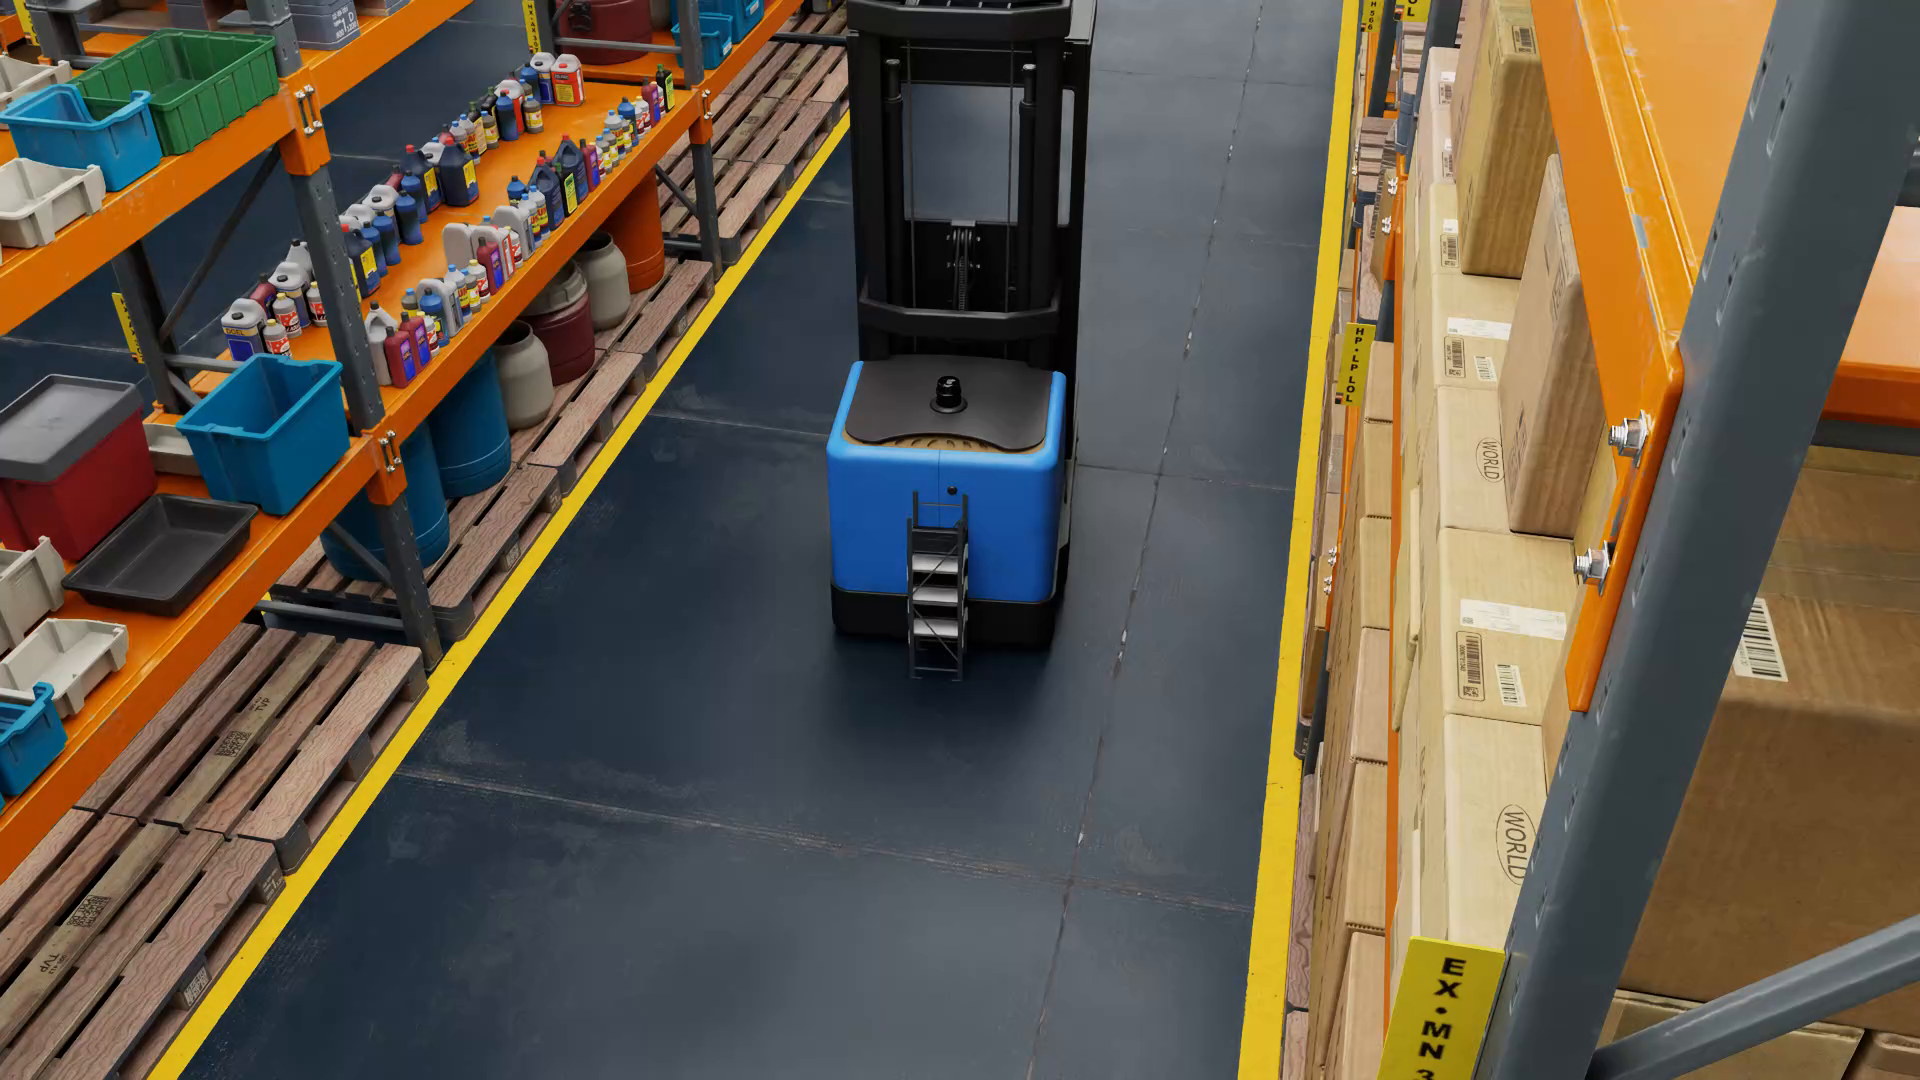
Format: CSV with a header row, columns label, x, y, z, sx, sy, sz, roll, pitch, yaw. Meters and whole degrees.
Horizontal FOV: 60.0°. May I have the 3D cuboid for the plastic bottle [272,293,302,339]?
label,x,y,z,sx,sy,sz,roll,pitch,yaw
plastic bottle,-3.058,-1.023,7.544,0.097,0.201,0.097,0,36,0

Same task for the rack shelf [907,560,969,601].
label,x,y,z,sx,sy,sz,roll,pitch,yaw
rack shelf,-0.098,0.171,7.420,0.258,0.077,0.200,4,36,5

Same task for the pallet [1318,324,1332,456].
label,x,y,z,sx,sy,sz,roll,pitch,yaw
pallet,2.583,-0.816,9.466,1.003,0.211,1.213,7,37,10

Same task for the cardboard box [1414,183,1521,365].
label,x,y,z,sx,sy,sz,roll,pitch,yaw
cardboard box,1.356,-0.611,3.953,0.500,0.250,0.500,7,37,10

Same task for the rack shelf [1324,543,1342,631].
label,x,y,z,sx,sy,sz,roll,pitch,yaw
rack shelf,1.498,1.363,4.696,1.077,0.370,4.000,7,37,10

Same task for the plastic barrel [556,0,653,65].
label,x,y,z,sx,sy,sz,roll,pitch,yaw
plastic barrel,-2.255,-3.350,10.470,0.600,0.536,0.708,7,37,10

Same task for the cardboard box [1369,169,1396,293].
label,x,y,z,sx,sy,sz,roll,pitch,yaw
cardboard box,2.243,-1.306,7.323,0.700,0.500,0.500,-1,36,-2

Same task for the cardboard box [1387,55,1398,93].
label,x,y,z,sx,sy,sz,roll,pitch,yaw
cardboard box,2.702,-2.817,10.064,0.380,0.149,0.250,7,37,10

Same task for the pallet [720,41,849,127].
label,x,y,z,sx,sy,sz,roll,pitch,yaw
pallet,-1.334,-3.700,13.445,1.003,0.211,1.213,7,37,10

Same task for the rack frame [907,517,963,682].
label,x,y,z,sx,sy,sz,roll,pitch,yaw
rack frame,-0.109,0.276,7.372,0.240,0.900,0.006,4,36,5

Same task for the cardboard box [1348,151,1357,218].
label,x,y,z,sx,sy,sz,roll,pitch,yaw
cardboard box,2.756,-2.282,10.620,0.500,0.311,0.500,7,36,9

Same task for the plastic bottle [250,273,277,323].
label,x,y,z,sx,sy,sz,roll,pitch,yaw
plastic bottle,-3.140,-1.055,7.520,0.061,0.283,0.133,7,37,10

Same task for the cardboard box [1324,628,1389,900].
label,x,y,z,sx,sy,sz,roll,pitch,yaw
cardboard box,1.221,0.601,4.197,0.500,0.500,0.500,8,37,11

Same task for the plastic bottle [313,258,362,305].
label,x,y,z,sx,sy,sz,roll,pitch,yaw
plastic bottle,-2.895,-1.228,7.700,0.144,0.351,0.185,7,37,10

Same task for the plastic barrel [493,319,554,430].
label,x,y,z,sx,sy,sz,roll,pitch,yaw
plastic barrel,-2.421,-0.889,8.952,0.421,0.512,0.421,0,36,0

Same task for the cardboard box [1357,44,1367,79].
label,x,y,z,sx,sy,sz,roll,pitch,yaw
cardboard box,3.191,-3.453,12.236,0.500,0.311,0.500,7,37,9

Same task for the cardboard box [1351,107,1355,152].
label,x,y,z,sx,sy,sz,roll,pitch,yaw
cardboard box,3.088,-2.928,11.989,0.500,0.250,0.500,6,36,9

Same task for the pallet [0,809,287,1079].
label,x,y,z,sx,sy,sz,roll,pitch,yaw
pallet,-3.290,1.559,6.189,1.003,0.211,1.213,7,37,10

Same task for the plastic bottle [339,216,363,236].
label,x,y,z,sx,sy,sz,roll,pitch,yaw
plastic bottle,-2.959,-1.413,8.019,0.152,0.276,0.135,7,37,10

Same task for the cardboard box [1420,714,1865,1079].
label,x,y,z,sx,sy,sz,roll,pitch,yaw
cardboard box,0.932,0.536,2.371,0.500,0.250,0.500,7,37,10

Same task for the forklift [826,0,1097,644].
label,x,y,z,sx,sy,sz,roll,pitch,yaw
forklift,0.066,-1.553,8.165,1.130,2.935,3.031,4,36,5

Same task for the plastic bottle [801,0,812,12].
label,x,y,z,sx,sy,sz,roll,pitch,yaw
plastic bottle,-1.348,-4.795,14.463,0.144,0.351,0.185,6,36,9

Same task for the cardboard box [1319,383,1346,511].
label,x,y,z,sx,sy,sz,roll,pitch,yaw
cardboard box,2.079,-0.421,8.300,0.500,0.500,0.500,6,36,8

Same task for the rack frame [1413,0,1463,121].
label,x,y,z,sx,sy,sz,roll,pitch,yaw
rack frame,1.926,-2.504,4.307,1.000,3.000,0.127,7,37,10

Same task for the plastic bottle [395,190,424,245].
label,x,y,z,sx,sy,sz,roll,pitch,yaw
plastic bottle,-2.754,-1.616,8.303,0.097,0.271,0.097,0,36,0

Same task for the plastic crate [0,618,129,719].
label,x,y,z,sx,sy,sz,roll,pitch,yaw
plastic crate,-2.991,0.421,5.557,0.293,0.136,0.466,7,37,10

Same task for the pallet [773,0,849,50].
label,x,y,z,sx,sy,sz,roll,pitch,yaw
pallet,-1.020,-4.535,14.597,1.003,0.211,1.213,7,37,10

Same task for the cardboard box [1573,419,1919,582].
label,x,y,z,sx,sy,sz,roll,pitch,yaw
cardboard box,1.354,-0.014,2.490,0.700,0.500,0.500,7,37,10

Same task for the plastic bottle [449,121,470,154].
label,x,y,z,sx,sy,sz,roll,pitch,yaw
plastic bottle,-2.715,-2.138,9.024,0.097,0.271,0.097,0,36,0

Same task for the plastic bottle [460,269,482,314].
label,x,y,z,sx,sy,sz,roll,pitch,yaw
plastic bottle,-2.291,-1.164,7.739,0.097,0.201,0.097,0,36,0

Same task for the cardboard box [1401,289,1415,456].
label,x,y,z,sx,sy,sz,roll,pitch,yaw
cardboard box,1.361,-0.408,4.099,0.500,0.250,0.500,7,37,10

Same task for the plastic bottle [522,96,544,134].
label,x,y,z,sx,sy,sz,roll,pitch,yaw
plastic bottle,-2.440,-2.433,9.490,0.097,0.201,0.097,0,36,0

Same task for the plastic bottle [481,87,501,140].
label,x,y,z,sx,sy,sz,roll,pitch,yaw
plastic bottle,-2.639,-2.400,9.375,0.061,0.283,0.133,7,37,10

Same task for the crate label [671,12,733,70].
label,x,y,z,sx,sy,sz,roll,pitch,yaw
crate label,-1.602,-3.118,10.409,0.303,0.233,0.416,7,37,10

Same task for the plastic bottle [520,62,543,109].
label,x,y,z,sx,sy,sz,roll,pitch,yaw
plastic bottle,-2.518,-2.668,9.755,0.097,0.271,0.097,0,36,0

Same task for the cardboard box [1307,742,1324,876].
label,x,y,z,sx,sy,sz,roll,pitch,yaw
cardboard box,1.625,1.049,6.433,0.500,0.311,0.500,7,37,10

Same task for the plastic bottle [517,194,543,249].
label,x,y,z,sx,sy,sz,roll,pitch,yaw
plastic bottle,-2.143,-1.590,8.268,0.097,0.271,0.097,0,36,0

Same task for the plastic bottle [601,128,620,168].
label,x,y,z,sx,sy,sz,roll,pitch,yaw
plastic bottle,-1.924,-2.150,9.100,0.097,0.201,0.097,0,36,0

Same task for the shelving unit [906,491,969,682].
label,x,y,z,sx,sy,sz,roll,pitch,yaw
shelving unit,-0.098,0.217,7.454,0.258,0.900,0.210,4,36,5

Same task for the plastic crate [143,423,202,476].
label,x,y,z,sx,sy,sz,roll,pitch,yaw
plastic crate,-3.152,-0.366,6.643,0.396,0.136,0.243,7,37,10

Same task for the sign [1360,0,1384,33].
label,x,y,z,sx,sy,sz,roll,pitch,yaw
sign,2.237,-2.904,8.985,0.100,0.325,0.005,7,37,10

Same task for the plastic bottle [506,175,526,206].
label,x,y,z,sx,sy,sz,roll,pitch,yaw
plastic bottle,-2.242,-1.720,8.447,0.097,0.271,0.097,0,36,0

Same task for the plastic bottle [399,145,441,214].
label,x,y,z,sx,sy,sz,roll,pitch,yaw
plastic bottle,-2.801,-1.877,8.596,0.144,0.351,0.185,7,37,10

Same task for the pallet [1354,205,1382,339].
label,x,y,z,sx,sy,sz,roll,pitch,yaw
pallet,2.369,-1.175,7.749,1.003,0.211,1.213,7,37,10

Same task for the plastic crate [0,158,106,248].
label,x,y,z,sx,sy,sz,roll,pitch,yaw
plastic crate,-2.813,-1.029,5.052,0.293,0.136,0.466,7,37,10

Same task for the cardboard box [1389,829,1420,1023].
label,x,y,z,sx,sy,sz,roll,pitch,yaw
cardboard box,0.923,0.737,2.519,0.500,0.250,0.500,7,37,10

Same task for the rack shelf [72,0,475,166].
label,x,y,z,sx,sy,sz,roll,pitch,yaw
rack shelf,-2.486,-2.768,7.840,1.077,0.370,4.000,7,37,10

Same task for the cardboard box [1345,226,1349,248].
label,x,y,z,sx,sy,sz,roll,pitch,yaw
cardboard box,2.654,-1.757,10.373,0.500,0.250,0.500,8,37,11

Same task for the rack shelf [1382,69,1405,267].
label,x,y,z,sx,sy,sz,roll,pitch,yaw
rack shelf,2.353,-2.145,6.980,1.077,0.370,4.000,7,37,10

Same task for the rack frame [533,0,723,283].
label,x,y,z,sx,sy,sz,roll,pitch,yaw
rack frame,-2.058,-2.991,10.091,1.000,3.000,0.127,7,37,10

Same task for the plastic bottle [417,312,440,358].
label,x,y,z,sx,sy,sz,roll,pitch,yaw
plastic bottle,-2.382,-0.919,7.401,0.097,0.201,0.097,0,36,0

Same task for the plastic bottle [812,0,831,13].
label,x,y,z,sx,sy,sz,roll,pitch,yaw
plastic bottle,-1.207,-4.777,14.438,0.144,0.351,0.185,7,37,10

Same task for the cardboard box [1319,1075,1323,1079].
label,x,y,z,sx,sy,sz,roll,pitch,yaw
cardboard box,1.008,1.589,3.686,0.500,0.500,0.500,8,37,10

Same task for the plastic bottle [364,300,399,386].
label,x,y,z,sx,sy,sz,roll,pitch,yaw
plastic bottle,-2.512,-0.862,7.196,0.144,0.351,0.185,7,37,10

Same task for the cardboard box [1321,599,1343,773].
label,x,y,z,sx,sy,sz,roll,pitch,yaw
cardboard box,1.444,0.437,5.276,0.500,0.500,0.500,8,37,11

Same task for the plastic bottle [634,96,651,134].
label,x,y,z,sx,sy,sz,roll,pitch,yaw
plastic bottle,-1.820,-2.429,9.485,0.097,0.201,0.097,0,36,0
